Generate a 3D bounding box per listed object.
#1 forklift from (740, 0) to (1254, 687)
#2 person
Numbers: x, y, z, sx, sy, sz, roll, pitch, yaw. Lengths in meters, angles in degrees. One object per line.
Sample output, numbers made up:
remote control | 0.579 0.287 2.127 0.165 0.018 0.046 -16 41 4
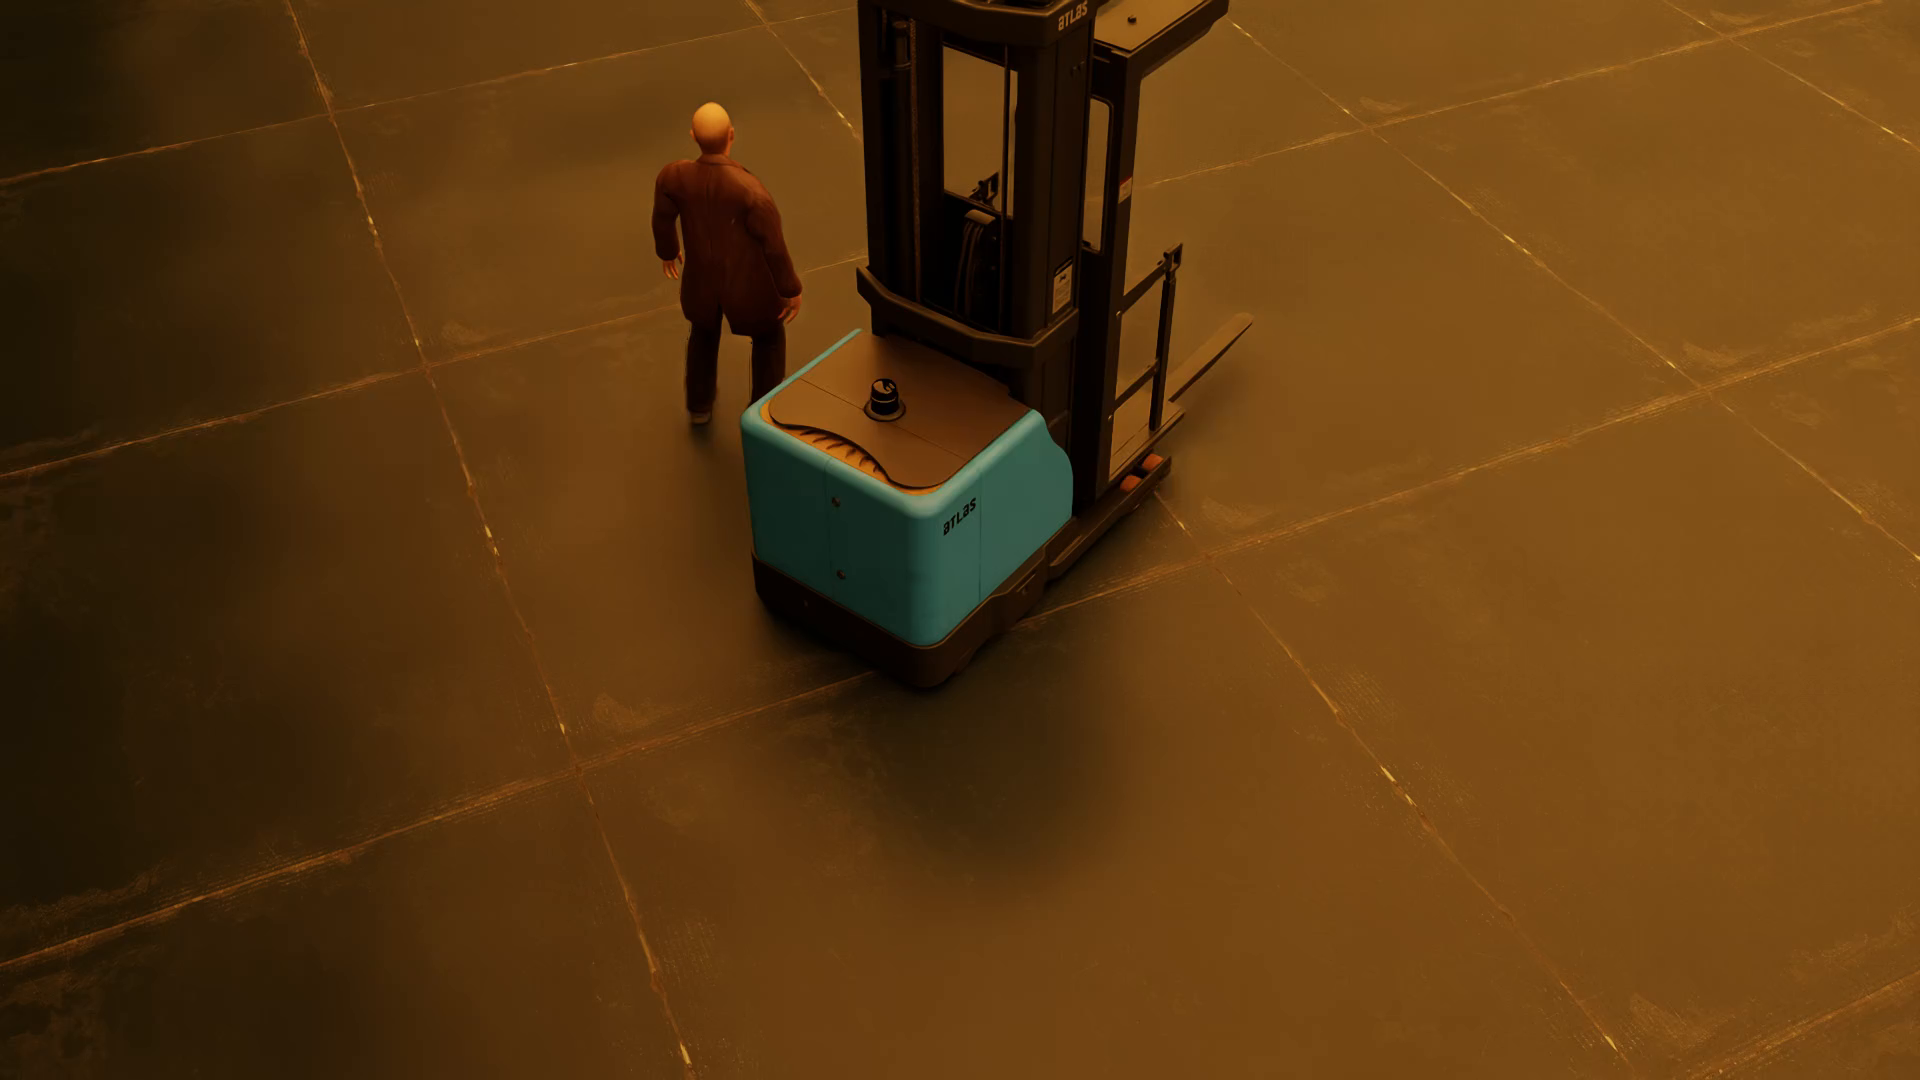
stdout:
forklift | 0.369 -1.403 7.184 1.130 2.935 3.031 27 50 26
person | -1.082 -1.277 7.902 0.778 1.767 0.434 13 44 13
